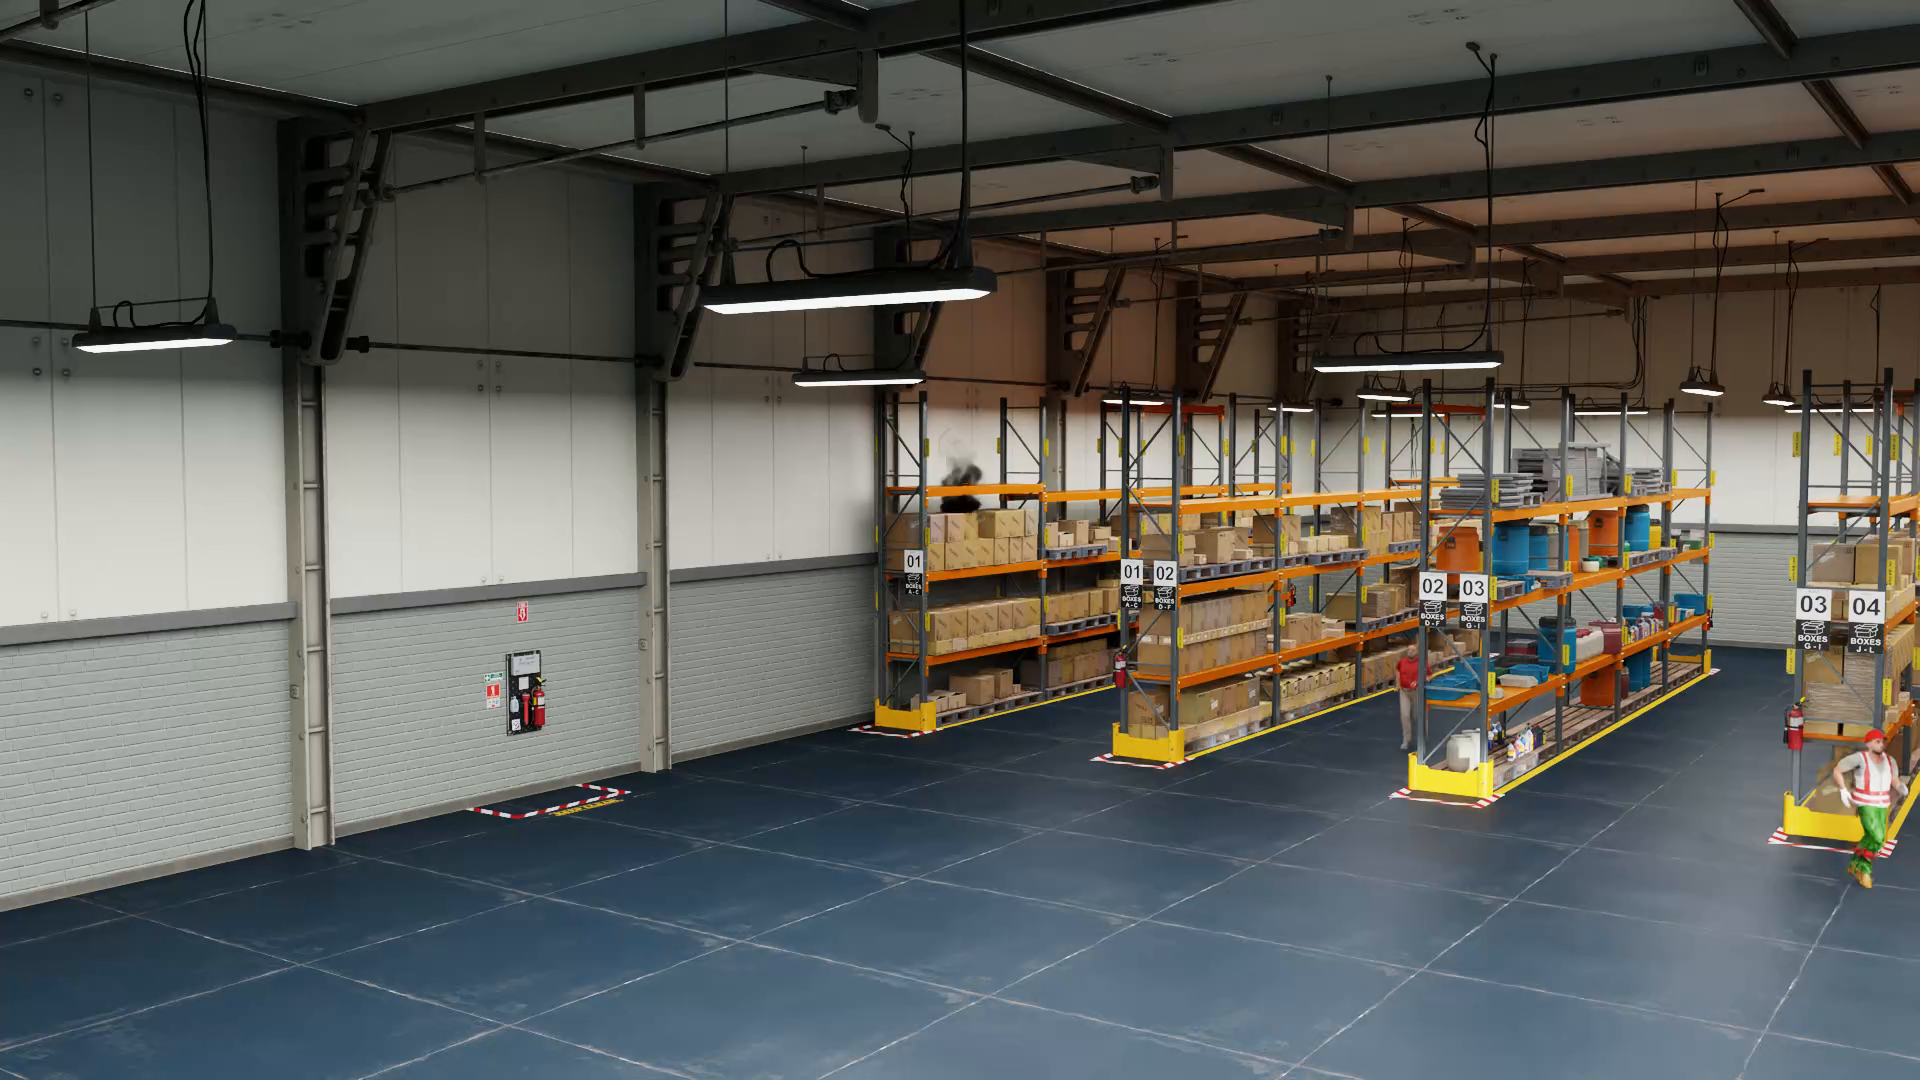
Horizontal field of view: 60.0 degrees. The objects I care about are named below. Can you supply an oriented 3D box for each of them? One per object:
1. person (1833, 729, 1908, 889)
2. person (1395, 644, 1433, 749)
[{"bbox_3d":[10.443,3.067,19.000,0.642,1.816,0.737,-1,3,-12],"label":"person"},{"bbox_3d":[7.558,2.593,27.785,0.667,1.724,0.860,2,4,31],"label":"person"}]
